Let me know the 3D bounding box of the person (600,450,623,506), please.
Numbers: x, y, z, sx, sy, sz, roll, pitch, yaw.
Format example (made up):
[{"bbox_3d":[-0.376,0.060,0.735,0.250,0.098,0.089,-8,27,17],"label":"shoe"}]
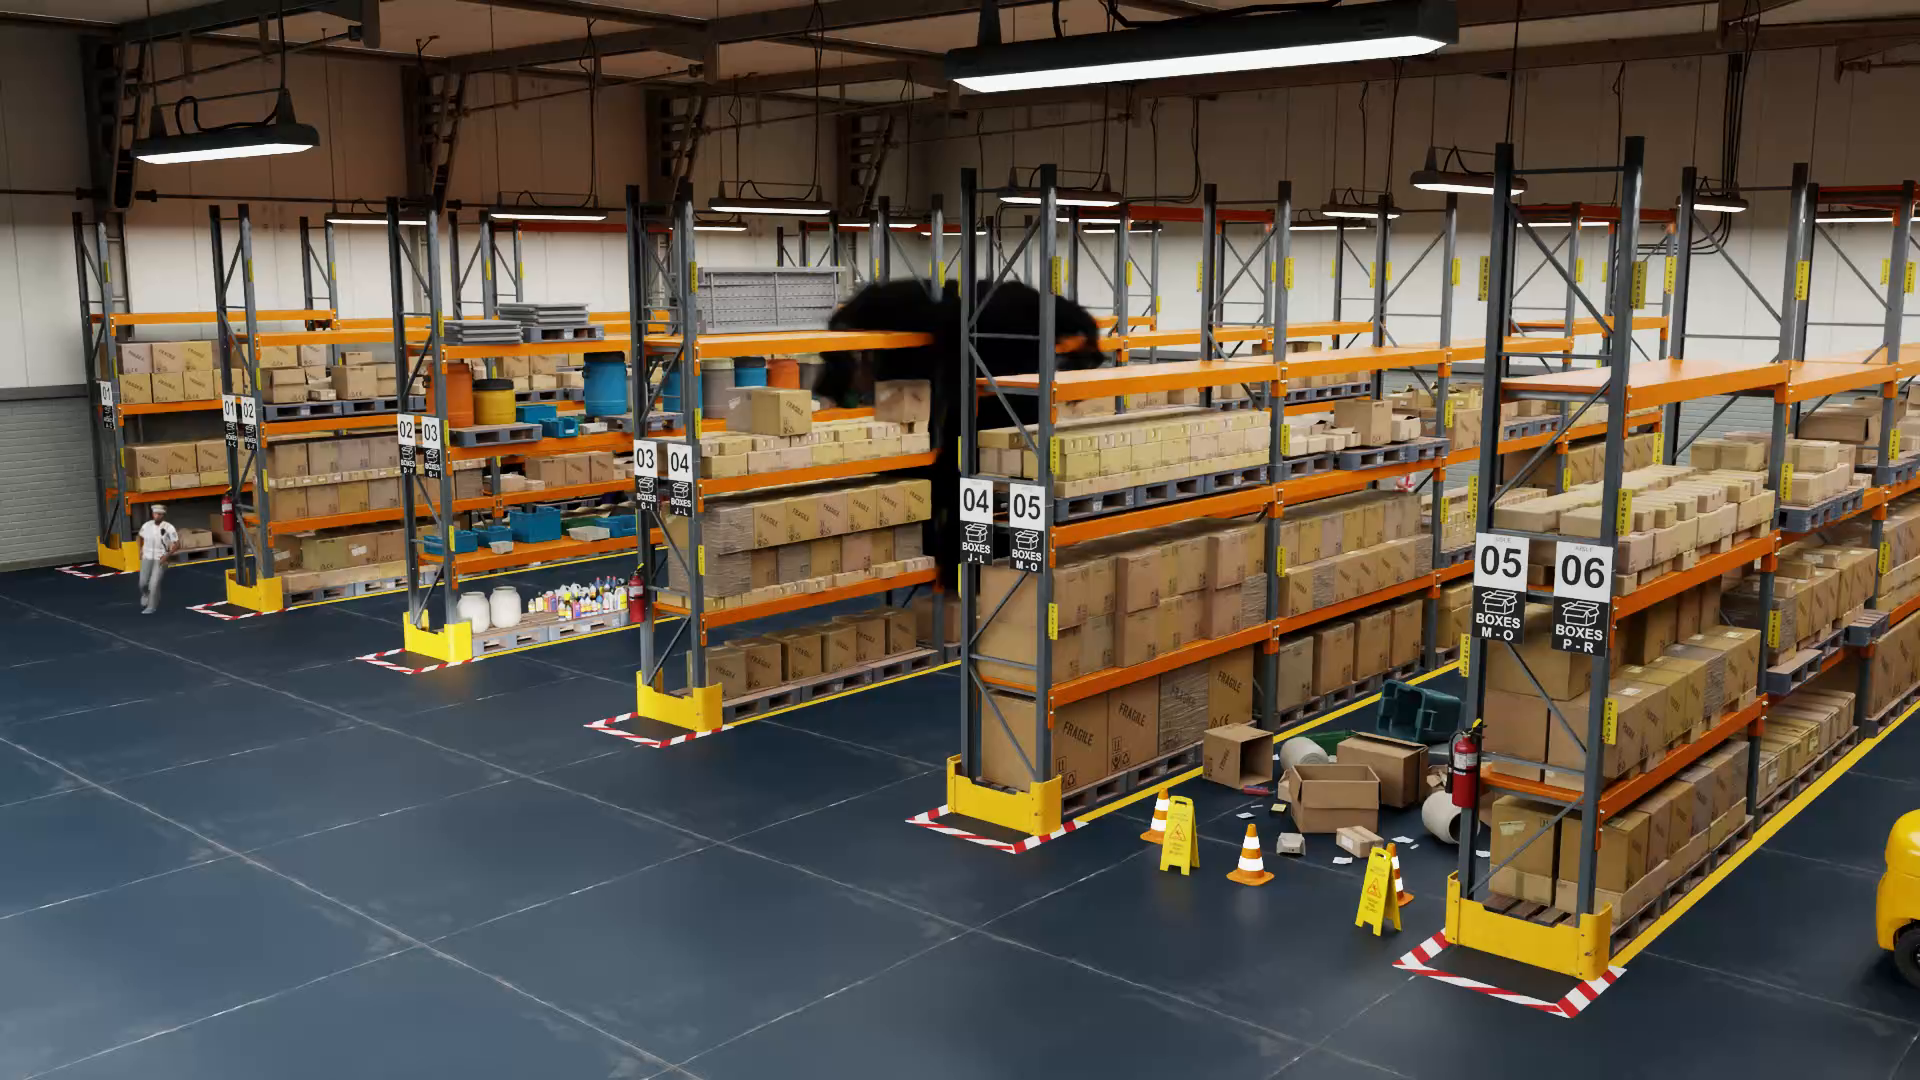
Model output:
[{"bbox_3d":[-6.688,-0.948,32.179,0.610,1.612,0.599,7,12,35],"label":"person"}]

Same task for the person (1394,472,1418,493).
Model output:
[{"bbox_3d":[8.310,-0.836,30.951,0.664,1.784,0.670,9,13,43],"label":"person"}]

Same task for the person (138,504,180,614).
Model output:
[{"bbox_3d":[-11.962,0.268,24.778,0.653,1.643,0.530,-2,10,-10],"label":"person"}]
